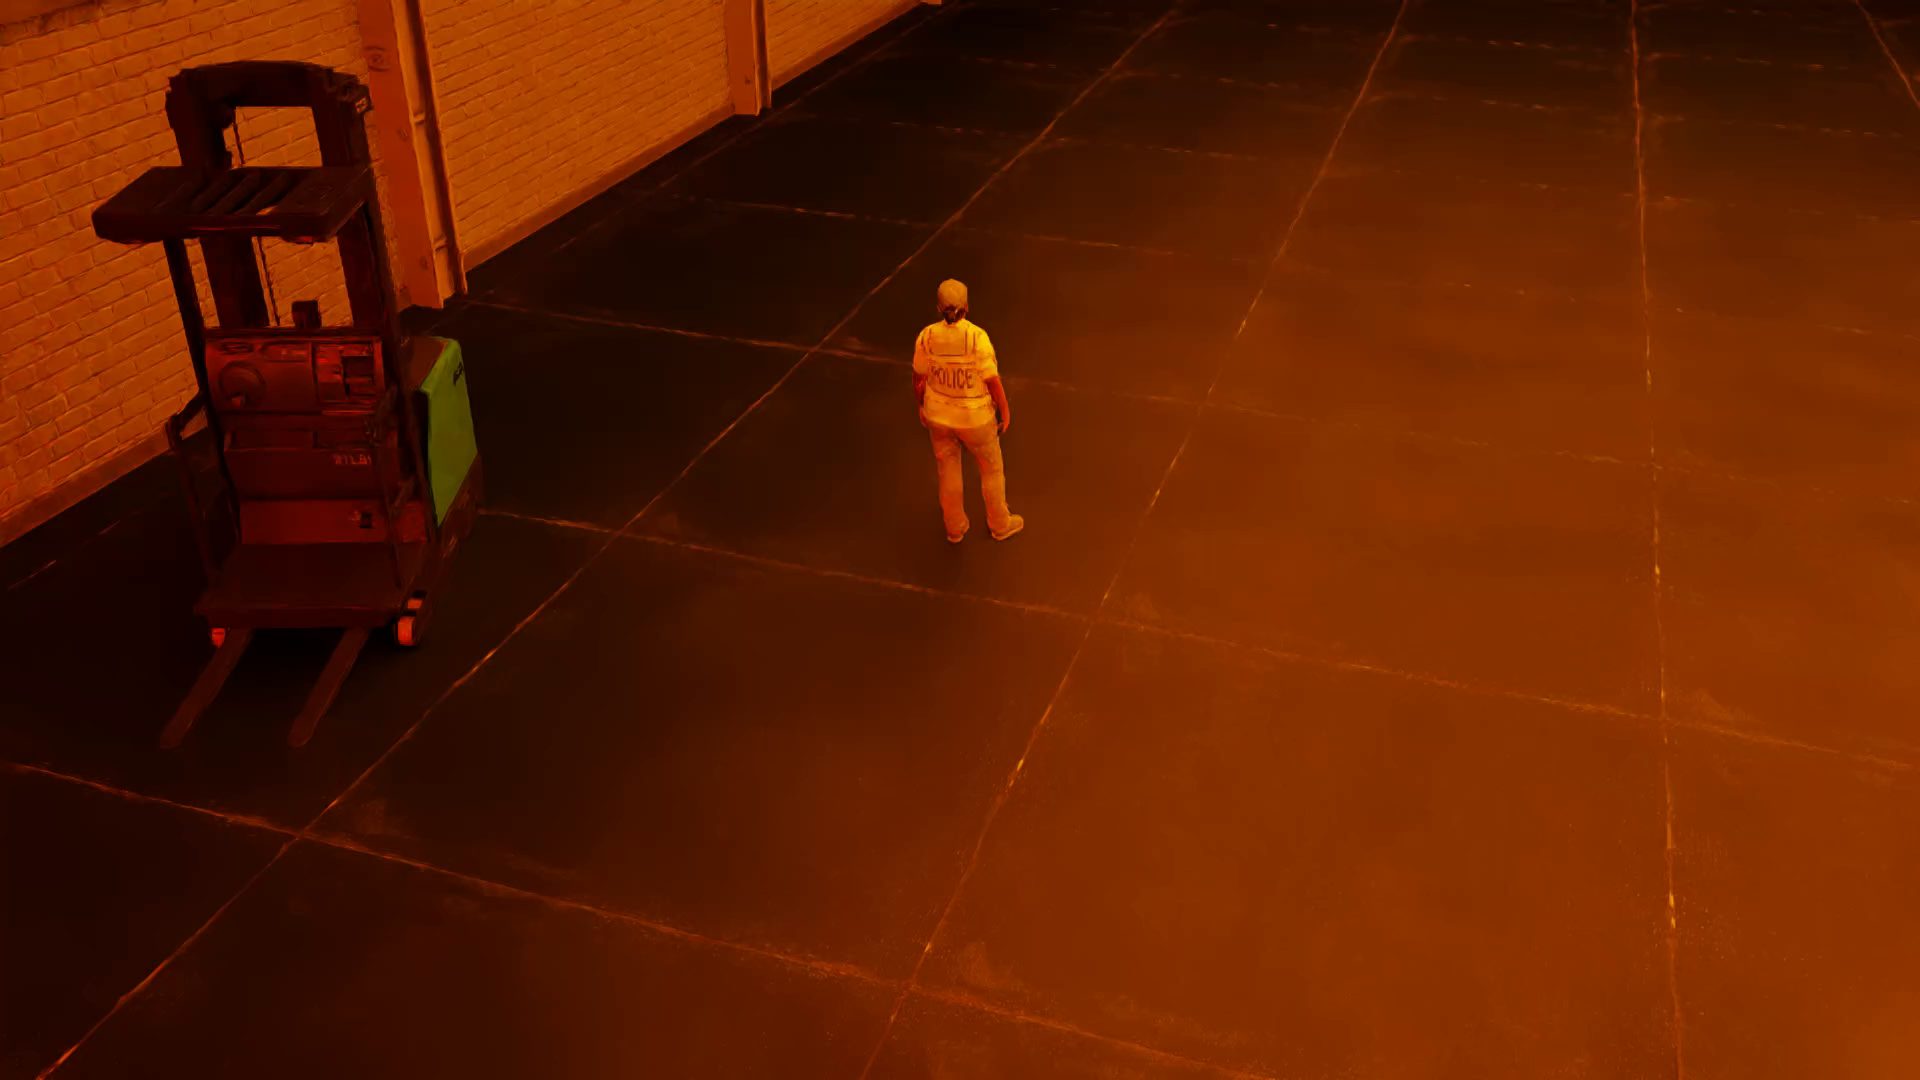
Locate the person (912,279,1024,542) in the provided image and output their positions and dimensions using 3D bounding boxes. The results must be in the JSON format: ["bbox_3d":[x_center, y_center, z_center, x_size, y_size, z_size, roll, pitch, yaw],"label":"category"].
[{"bbox_3d":[0.046,-0.762,9.736,0.598,1.669,0.529,10,31,16],"label":"person"}]

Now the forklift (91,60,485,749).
[{"bbox_3d":[-3.508,-0.842,8.614,1.130,2.935,3.031,-1,30,-1],"label":"forklift"}]
